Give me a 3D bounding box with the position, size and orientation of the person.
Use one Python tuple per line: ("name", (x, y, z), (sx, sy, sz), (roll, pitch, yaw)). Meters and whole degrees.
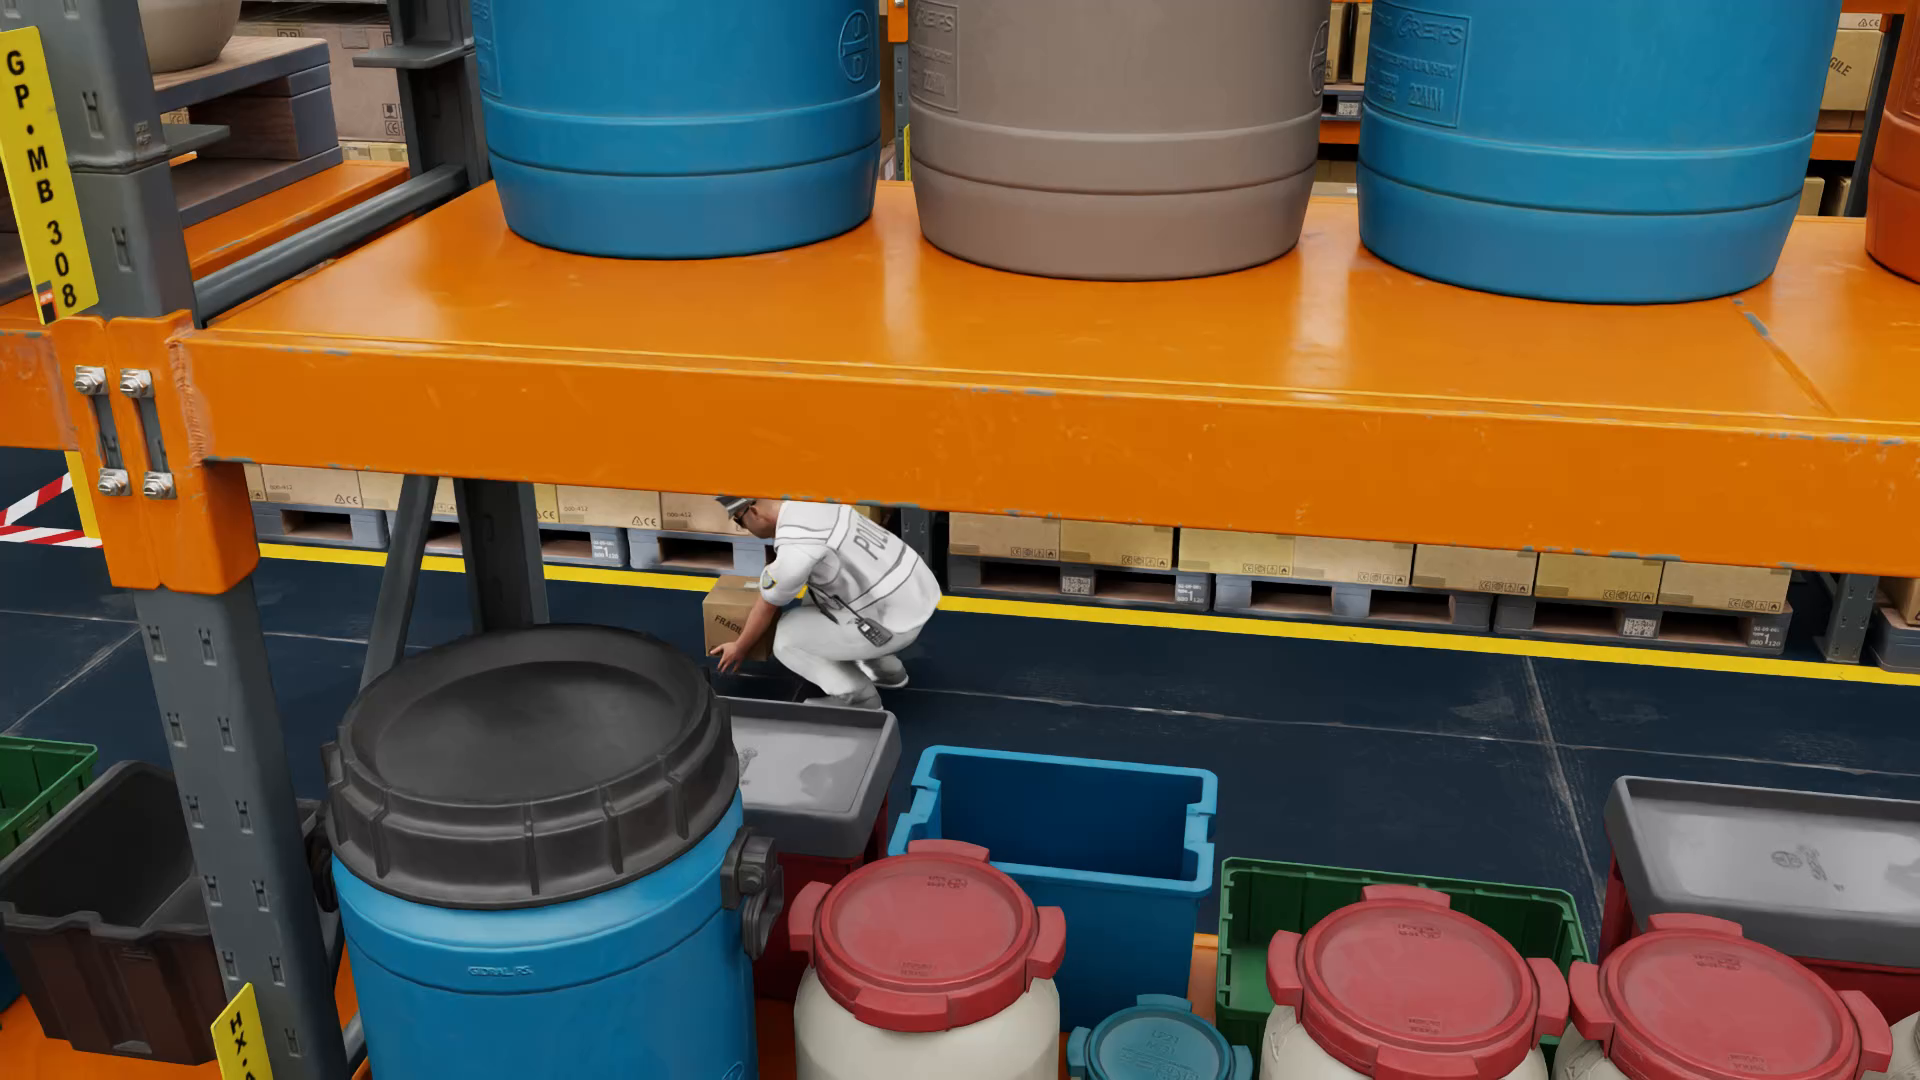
("person", (-0.540, 0.185, 6.586), (0.904, 1.024, 0.542), (5, 25, 11))
